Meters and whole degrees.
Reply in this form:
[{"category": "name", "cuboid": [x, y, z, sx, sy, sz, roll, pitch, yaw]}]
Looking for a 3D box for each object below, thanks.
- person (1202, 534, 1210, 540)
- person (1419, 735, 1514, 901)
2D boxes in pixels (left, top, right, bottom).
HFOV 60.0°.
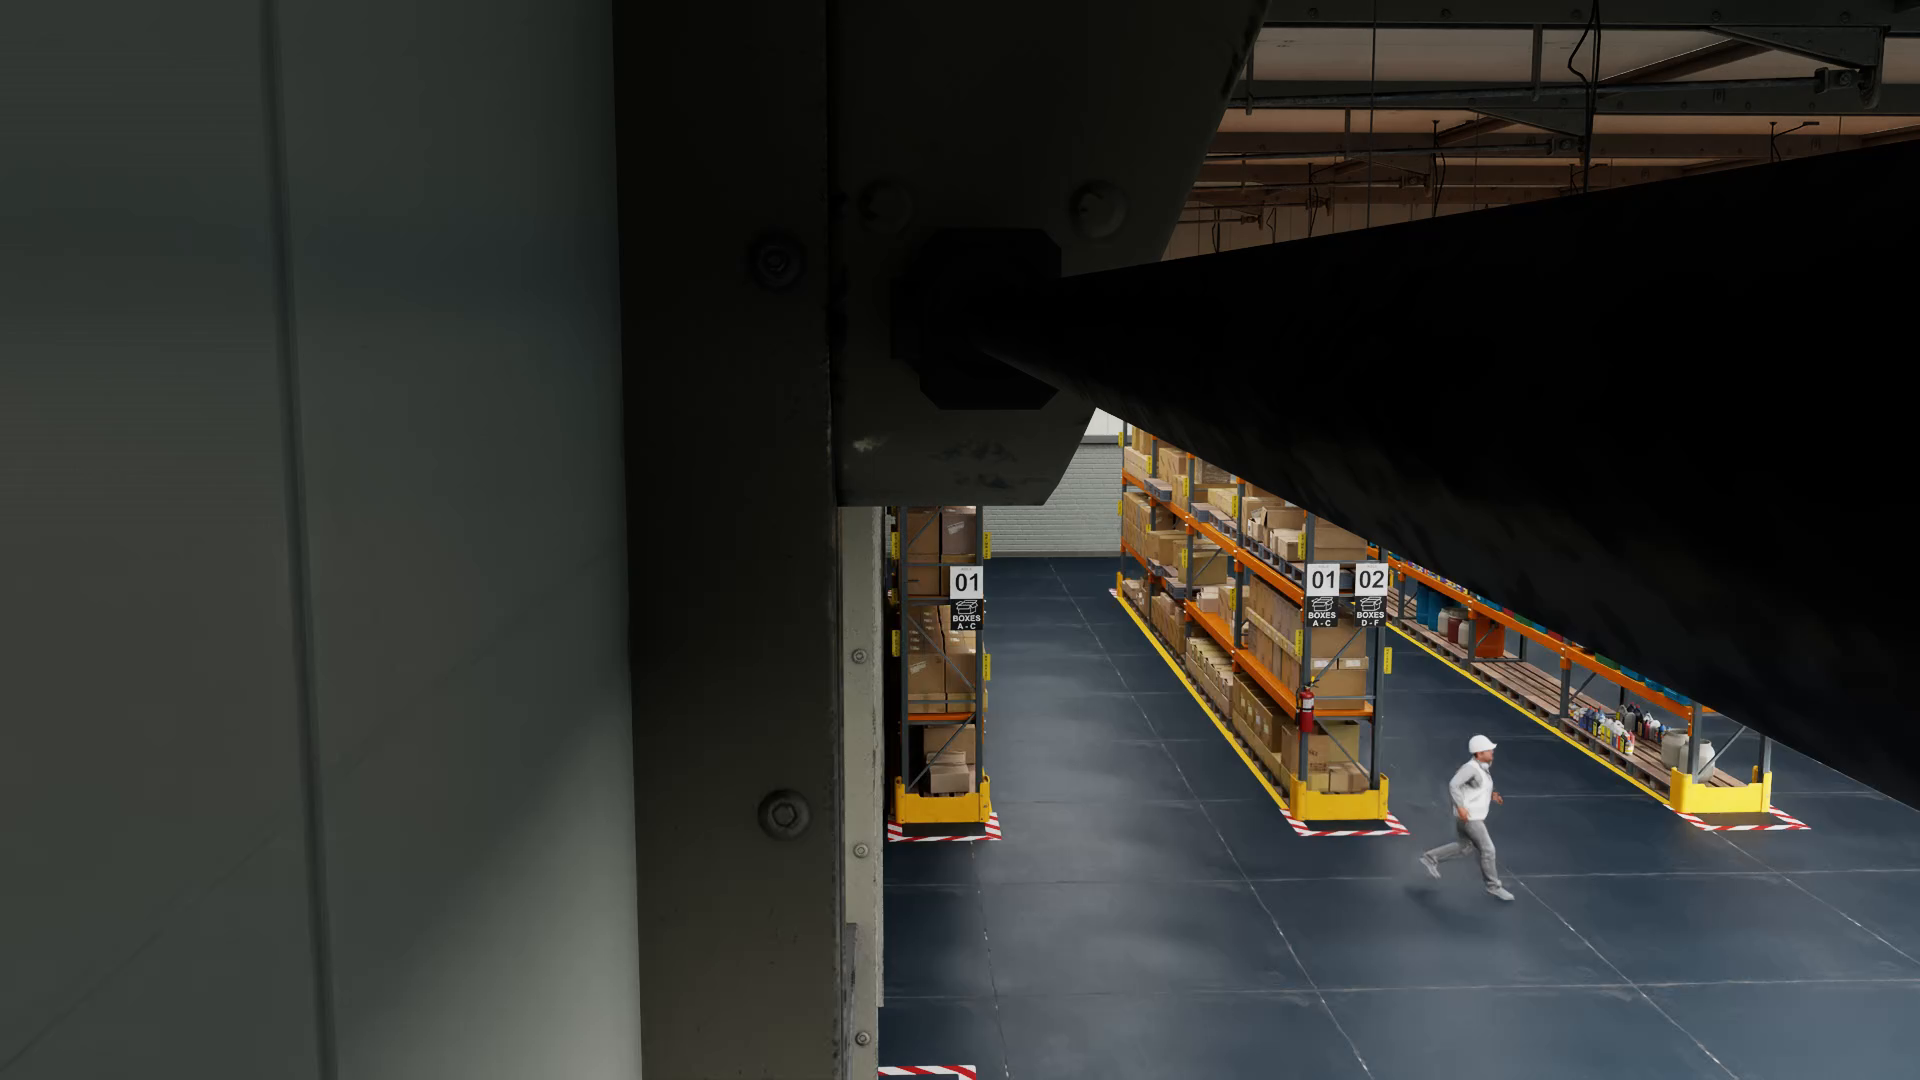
[{"category": "person", "cuboid": [5.340, 0.253, 37.387, 0.743, 1.713, 0.870, 6, 10, 38]}, {"category": "person", "cuboid": [5.476, 2.955, 17.895, 1.010, 1.774, 0.678, 4, 9, 25]}]
